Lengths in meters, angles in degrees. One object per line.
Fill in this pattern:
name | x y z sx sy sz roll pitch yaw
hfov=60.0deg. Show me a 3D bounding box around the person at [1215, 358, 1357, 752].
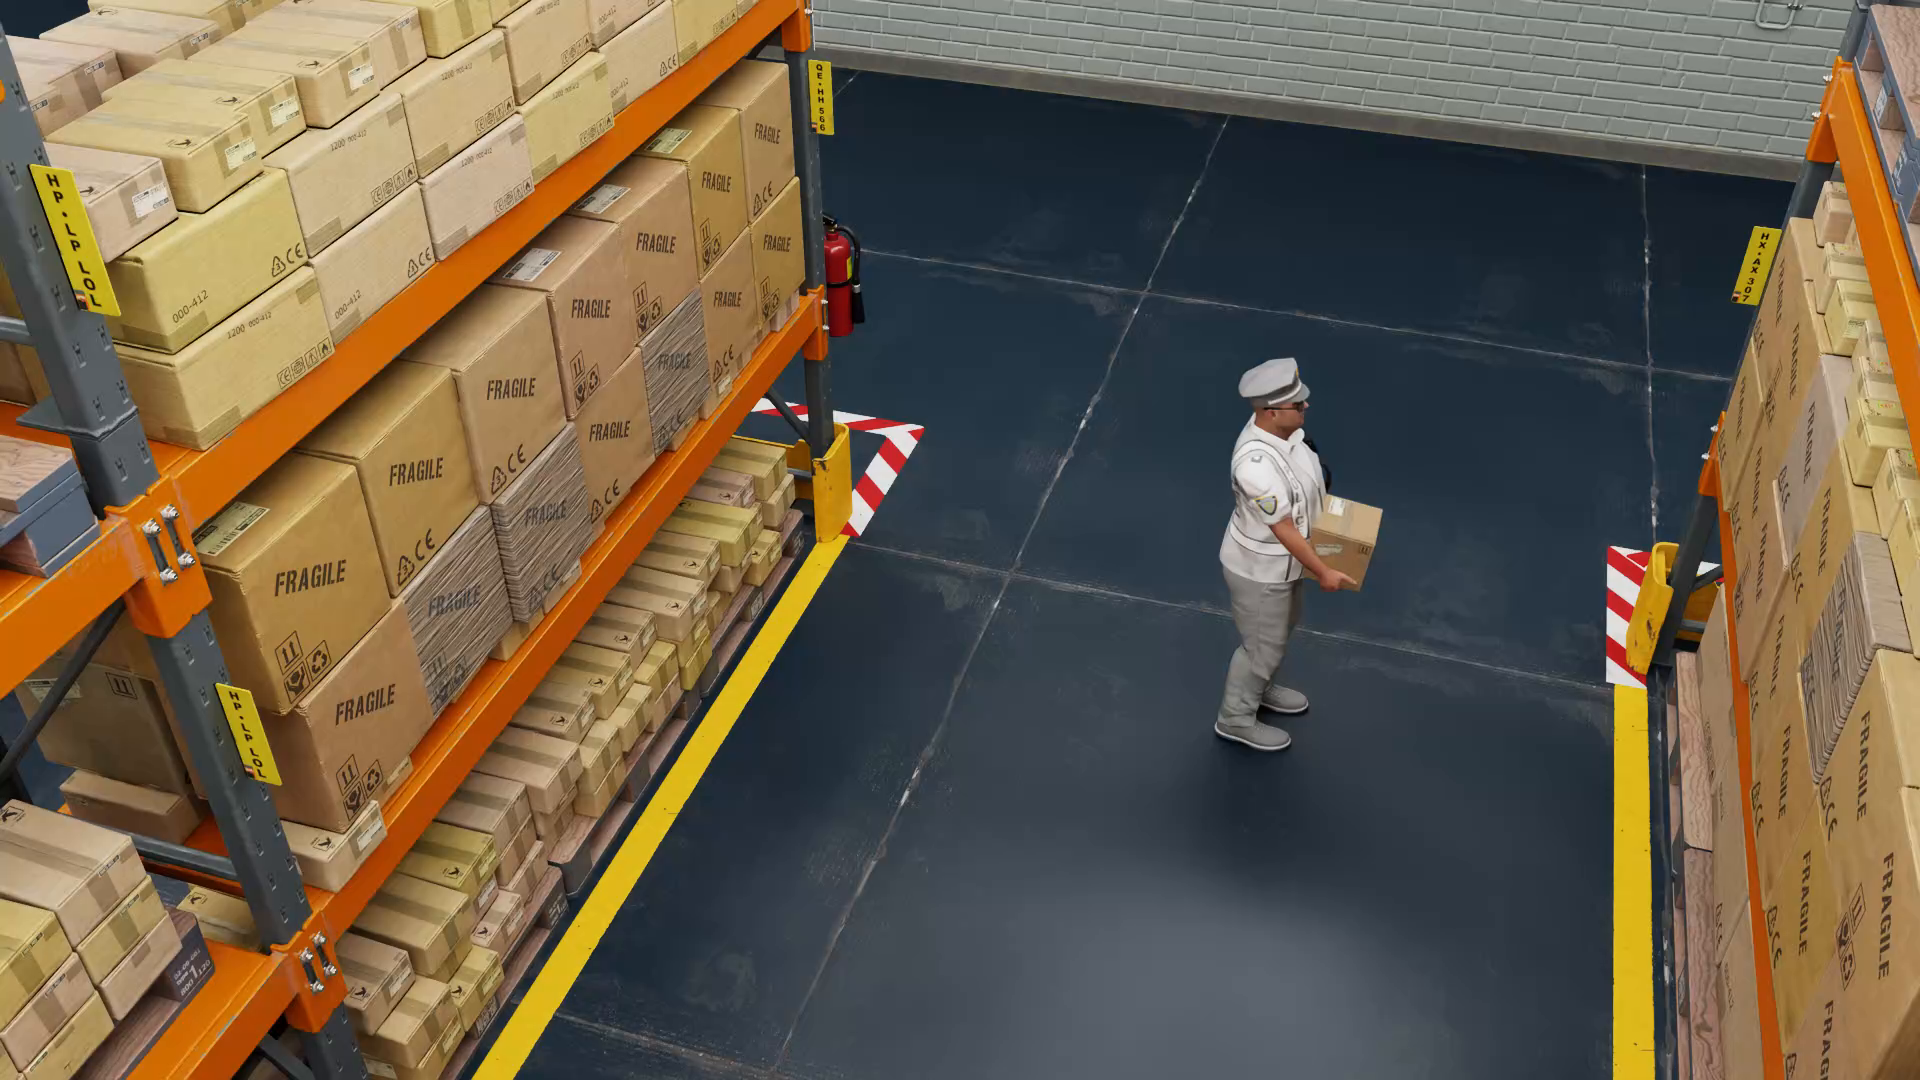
person | 1.343 0.069 6.780 0.571 1.766 0.494 11 38 15
